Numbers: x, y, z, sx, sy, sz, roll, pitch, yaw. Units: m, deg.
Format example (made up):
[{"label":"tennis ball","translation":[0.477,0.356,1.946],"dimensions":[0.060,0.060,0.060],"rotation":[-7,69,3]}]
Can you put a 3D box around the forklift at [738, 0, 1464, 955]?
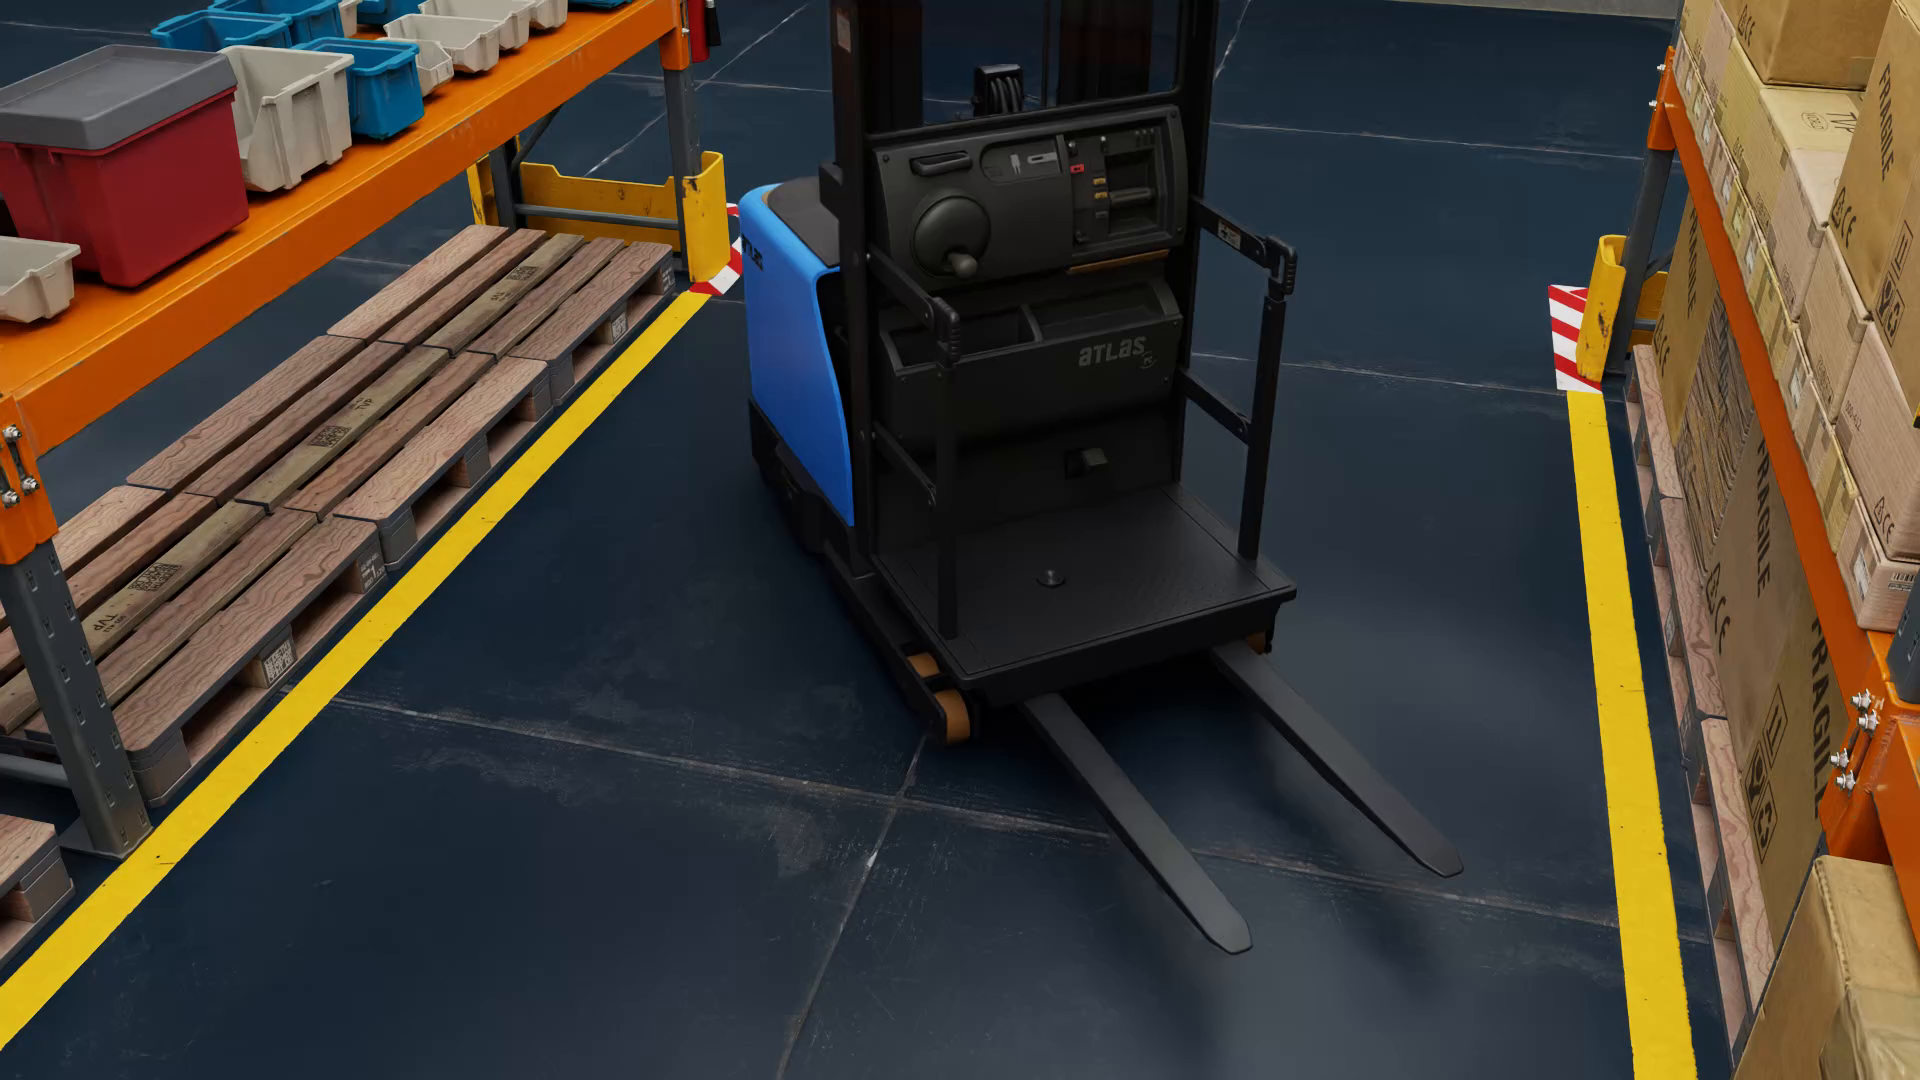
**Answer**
[{"label":"forklift","translation":[0.304,-0.907,4.444],"dimensions":[1.130,2.935,3.031],"rotation":[-14,35,-20]}]

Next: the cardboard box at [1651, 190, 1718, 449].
[{"label":"cardboard box","translation":[3.039,-0.851,5.882],"dimensions":[0.875,0.875,0.875],"rotation":[8,33,12]}]

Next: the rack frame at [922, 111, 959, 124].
[{"label":"rack frame","translation":[-0.084,-1.059,6.297],"dimensions":[0.015,1.200,0.240],"rotation":[-24,40,-33]}]

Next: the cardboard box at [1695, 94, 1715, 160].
[{"label":"cardboard box","translation":[2.521,-1.267,5.180],"dimensions":[0.380,0.149,0.250],"rotation":[8,33,12]}]

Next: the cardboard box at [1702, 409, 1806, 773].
[{"label":"cardboard box","translation":[2.582,0.083,4.413],"dimensions":[0.875,0.875,0.875],"rotation":[8,33,12]}]

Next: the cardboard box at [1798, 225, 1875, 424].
[{"label":"cardboard box","translation":[2.096,-0.434,3.499],"dimensions":[0.500,0.250,0.500],"rotation":[9,34,14]}]

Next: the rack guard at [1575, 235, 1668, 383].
[{"label":"rack guard","translation":[3.130,-0.871,6.654],"dimensions":[1.175,0.500,0.348],"rotation":[8,33,12]}]

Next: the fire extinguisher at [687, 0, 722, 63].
[{"label":"fire extinguisher","translation":[-1.189,-2.414,7.171],"dimensions":[0.296,0.674,0.183],"rotation":[8,33,12]}]

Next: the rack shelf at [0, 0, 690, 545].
[{"label":"rack shelf","translation":[-2.175,-1.246,5.585],"dimensions":[1.077,0.370,4.000],"rotation":[8,33,12]}]

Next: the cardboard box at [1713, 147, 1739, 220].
[{"label":"cardboard box","translation":[2.391,-1.001,4.762],"dimensions":[0.380,0.149,0.250],"rotation":[8,33,12]}]

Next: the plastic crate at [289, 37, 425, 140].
[{"label":"plastic crate","translation":[-1.940,-1.442,5.322],"dimensions":[0.416,0.233,0.300],"rotation":[8,33,12]}]

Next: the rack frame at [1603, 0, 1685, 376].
[{"label":"rack frame","translation":[3.124,-1.914,5.964],"dimensions":[1.000,3.000,0.127],"rotation":[8,33,12]}]

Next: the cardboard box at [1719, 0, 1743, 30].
[{"label":"cardboard box","translation":[2.614,-1.820,4.981],"dimensions":[0.500,0.500,0.500],"rotation":[7,33,11]}]

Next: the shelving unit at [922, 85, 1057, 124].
[{"label":"shelving unit","translation":[0.104,-1.142,6.429],"dimensions":[0.503,1.200,0.258],"rotation":[-24,40,-33]}]

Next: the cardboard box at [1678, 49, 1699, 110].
[{"label":"cardboard box","translation":[2.651,-1.535,5.603],"dimensions":[0.380,0.149,0.250],"rotation":[8,33,12]}]

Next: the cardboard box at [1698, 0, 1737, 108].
[{"label":"cardboard box","translation":[2.615,-1.493,5.165],"dimensions":[0.500,0.250,0.500],"rotation":[8,33,12]}]

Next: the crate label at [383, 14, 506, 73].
[{"label":"crate label","translation":[-1.833,-1.758,5.909],"dimensions":[0.396,0.136,0.243],"rotation":[8,33,12]}]

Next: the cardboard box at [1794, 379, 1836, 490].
[{"label":"cardboard box","translation":[2.000,-0.201,3.505],"dimensions":[0.380,0.149,0.250],"rotation":[7,33,12]}]

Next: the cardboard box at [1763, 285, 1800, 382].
[{"label":"cardboard box","translation":[2.130,-0.469,3.926],"dimensions":[0.380,0.149,0.250],"rotation":[9,33,13]}]

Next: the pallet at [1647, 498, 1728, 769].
[{"label":"pallet","translation":[2.685,0.320,5.050],"dimensions":[1.003,0.211,1.213],"rotation":[8,33,12]}]

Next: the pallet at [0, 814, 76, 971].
[{"label":"pallet","translation":[-2.918,1.059,3.887],"dimensions":[1.003,0.211,1.213],"rotation":[8,33,12]}]

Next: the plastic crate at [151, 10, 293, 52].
[{"label":"plastic crate","translation":[-2.458,-1.620,5.603],"dimensions":[0.416,0.233,0.300],"rotation":[8,33,12]}]

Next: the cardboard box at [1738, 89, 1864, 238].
[{"label":"cardboard box","translation":[2.357,-0.961,4.328],"dimensions":[0.500,0.250,0.500],"rotation":[7,33,11]}]

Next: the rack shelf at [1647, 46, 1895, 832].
[{"label":"rack shelf","translation":[2.616,-0.572,4.525],"dimensions":[1.077,0.370,4.000],"rotation":[8,33,12]}]

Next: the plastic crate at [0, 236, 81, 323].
[{"label":"plastic crate","translation":[-2.426,-0.648,4.164],"dimensions":[0.396,0.136,0.243],"rotation":[8,33,12]}]

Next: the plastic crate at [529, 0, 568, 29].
[{"label":"plastic crate","translation":[-1.699,-2.054,6.375],"dimensions":[0.396,0.136,0.243],"rotation":[8,33,12]}]

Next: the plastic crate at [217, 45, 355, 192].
[{"label":"plastic crate","translation":[-2.116,-1.255,4.982],"dimensions":[0.437,0.282,0.530],"rotation":[8,33,12]}]

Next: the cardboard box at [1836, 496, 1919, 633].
[{"label":"cardboard box","translation":[1.869,0.065,3.085],"dimensions":[0.380,0.149,0.250],"rotation":[8,33,13]}]

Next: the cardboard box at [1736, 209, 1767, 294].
[{"label":"cardboard box","translation":[2.261,-0.734,4.342],"dimensions":[0.380,0.149,0.250],"rotation":[9,33,13]}]

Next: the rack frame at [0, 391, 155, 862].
[{"label":"rack frame","translation":[-2.682,-0.512,3.760],"dimensions":[1.000,3.000,0.127],"rotation":[8,33,12]}]

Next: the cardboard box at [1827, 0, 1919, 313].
[{"label":"cardboard box","translation":[2.098,-0.751,3.299],"dimensions":[0.500,0.500,0.500],"rotation":[8,33,13]}]

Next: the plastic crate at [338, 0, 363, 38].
[{"label":"plastic crate","translation":[-2.382,-1.911,6.151],"dimensions":[0.250,0.136,0.298],"rotation":[8,33,12]}]

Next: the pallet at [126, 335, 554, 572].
[{"label":"pallet","translation":[-2.225,-0.357,6.115],"dimensions":[1.003,0.211,1.213],"rotation":[8,33,12]}]

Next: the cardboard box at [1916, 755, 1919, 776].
[{"label":"cardboard box","translation":[1.750,0.325,2.350],"dimensions":[0.500,0.500,0.500],"rotation":[8,33,13]}]
